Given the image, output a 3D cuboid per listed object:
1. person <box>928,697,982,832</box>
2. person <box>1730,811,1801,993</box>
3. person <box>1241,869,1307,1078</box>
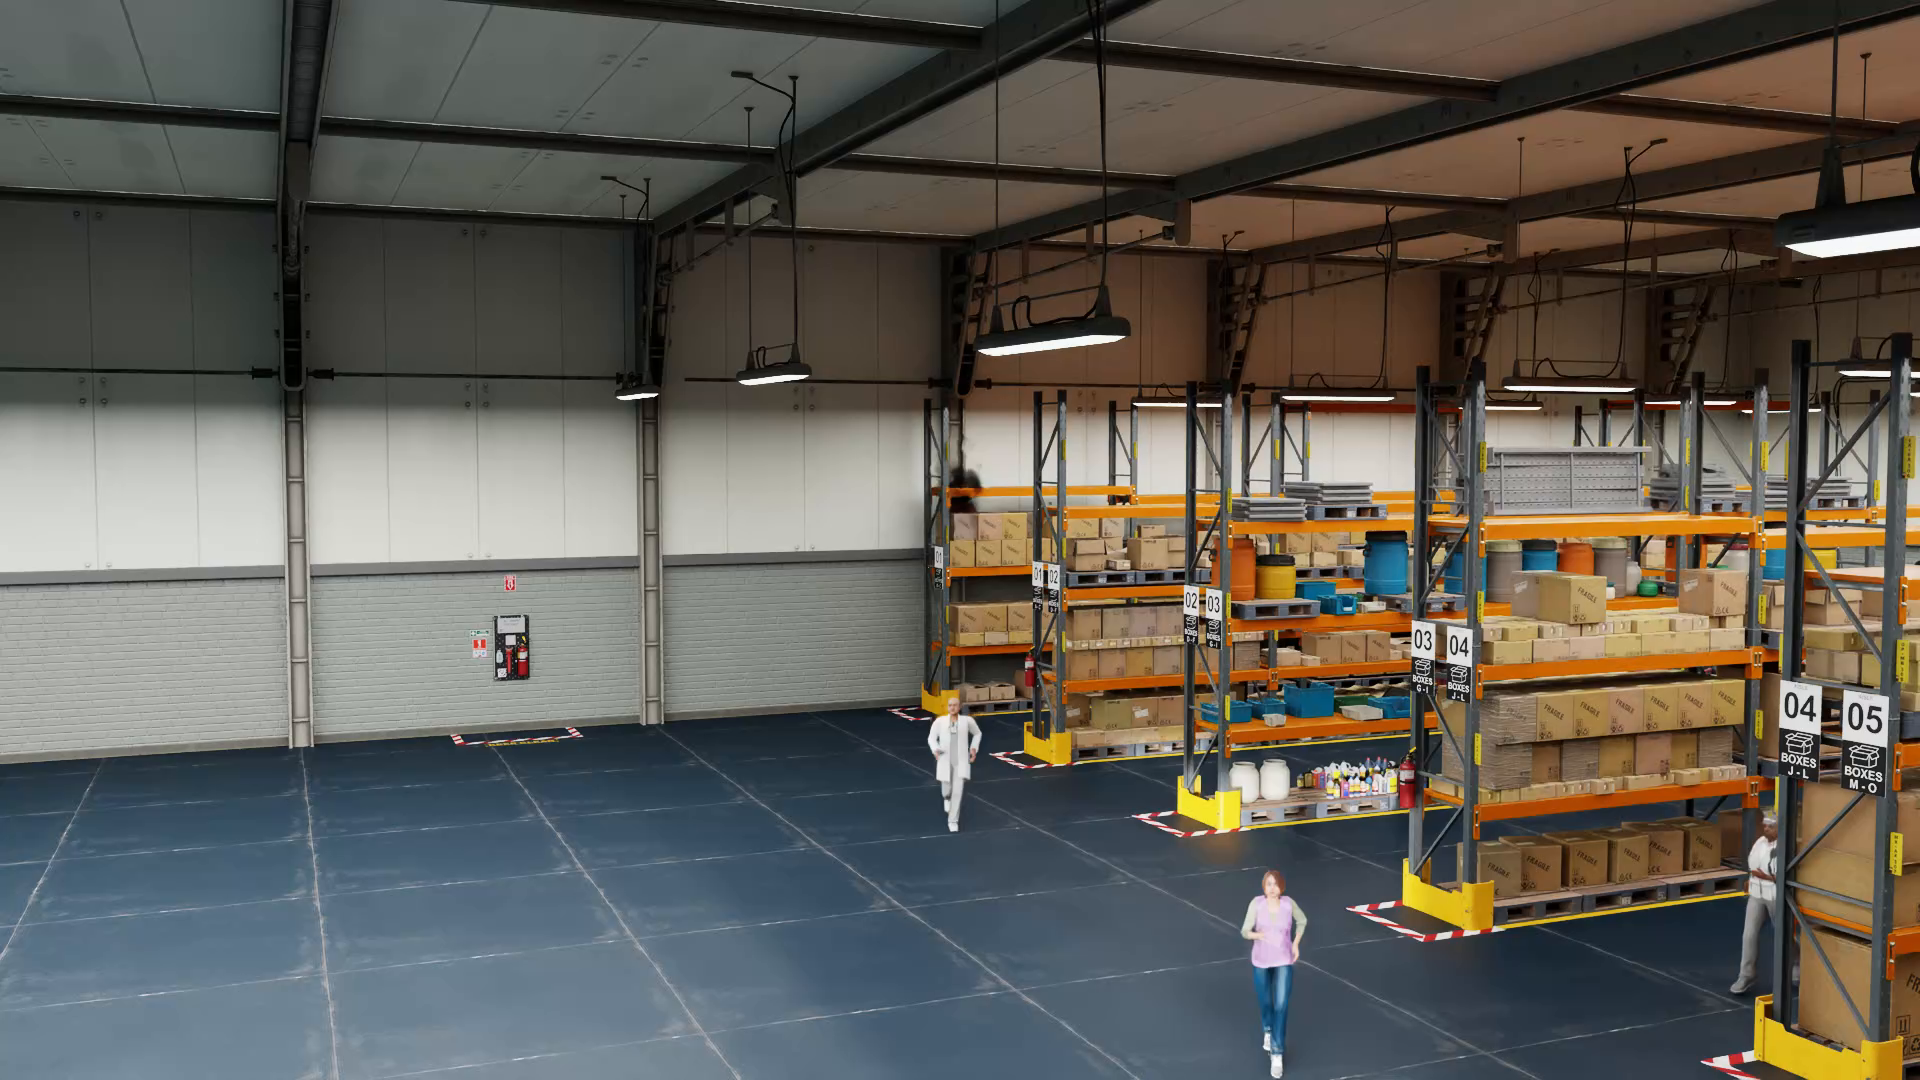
[{"bbox_3d":[-0.069,2.986,22.368,0.725,1.744,0.904,0,3,2],"label":"person"},{"bbox_3d":[7.624,3.374,15.640,0.919,1.686,0.576,-2,4,-30],"label":"person"},{"bbox_3d":[2.597,3.537,13.787,0.510,1.631,0.702,1,4,16],"label":"person"}]
